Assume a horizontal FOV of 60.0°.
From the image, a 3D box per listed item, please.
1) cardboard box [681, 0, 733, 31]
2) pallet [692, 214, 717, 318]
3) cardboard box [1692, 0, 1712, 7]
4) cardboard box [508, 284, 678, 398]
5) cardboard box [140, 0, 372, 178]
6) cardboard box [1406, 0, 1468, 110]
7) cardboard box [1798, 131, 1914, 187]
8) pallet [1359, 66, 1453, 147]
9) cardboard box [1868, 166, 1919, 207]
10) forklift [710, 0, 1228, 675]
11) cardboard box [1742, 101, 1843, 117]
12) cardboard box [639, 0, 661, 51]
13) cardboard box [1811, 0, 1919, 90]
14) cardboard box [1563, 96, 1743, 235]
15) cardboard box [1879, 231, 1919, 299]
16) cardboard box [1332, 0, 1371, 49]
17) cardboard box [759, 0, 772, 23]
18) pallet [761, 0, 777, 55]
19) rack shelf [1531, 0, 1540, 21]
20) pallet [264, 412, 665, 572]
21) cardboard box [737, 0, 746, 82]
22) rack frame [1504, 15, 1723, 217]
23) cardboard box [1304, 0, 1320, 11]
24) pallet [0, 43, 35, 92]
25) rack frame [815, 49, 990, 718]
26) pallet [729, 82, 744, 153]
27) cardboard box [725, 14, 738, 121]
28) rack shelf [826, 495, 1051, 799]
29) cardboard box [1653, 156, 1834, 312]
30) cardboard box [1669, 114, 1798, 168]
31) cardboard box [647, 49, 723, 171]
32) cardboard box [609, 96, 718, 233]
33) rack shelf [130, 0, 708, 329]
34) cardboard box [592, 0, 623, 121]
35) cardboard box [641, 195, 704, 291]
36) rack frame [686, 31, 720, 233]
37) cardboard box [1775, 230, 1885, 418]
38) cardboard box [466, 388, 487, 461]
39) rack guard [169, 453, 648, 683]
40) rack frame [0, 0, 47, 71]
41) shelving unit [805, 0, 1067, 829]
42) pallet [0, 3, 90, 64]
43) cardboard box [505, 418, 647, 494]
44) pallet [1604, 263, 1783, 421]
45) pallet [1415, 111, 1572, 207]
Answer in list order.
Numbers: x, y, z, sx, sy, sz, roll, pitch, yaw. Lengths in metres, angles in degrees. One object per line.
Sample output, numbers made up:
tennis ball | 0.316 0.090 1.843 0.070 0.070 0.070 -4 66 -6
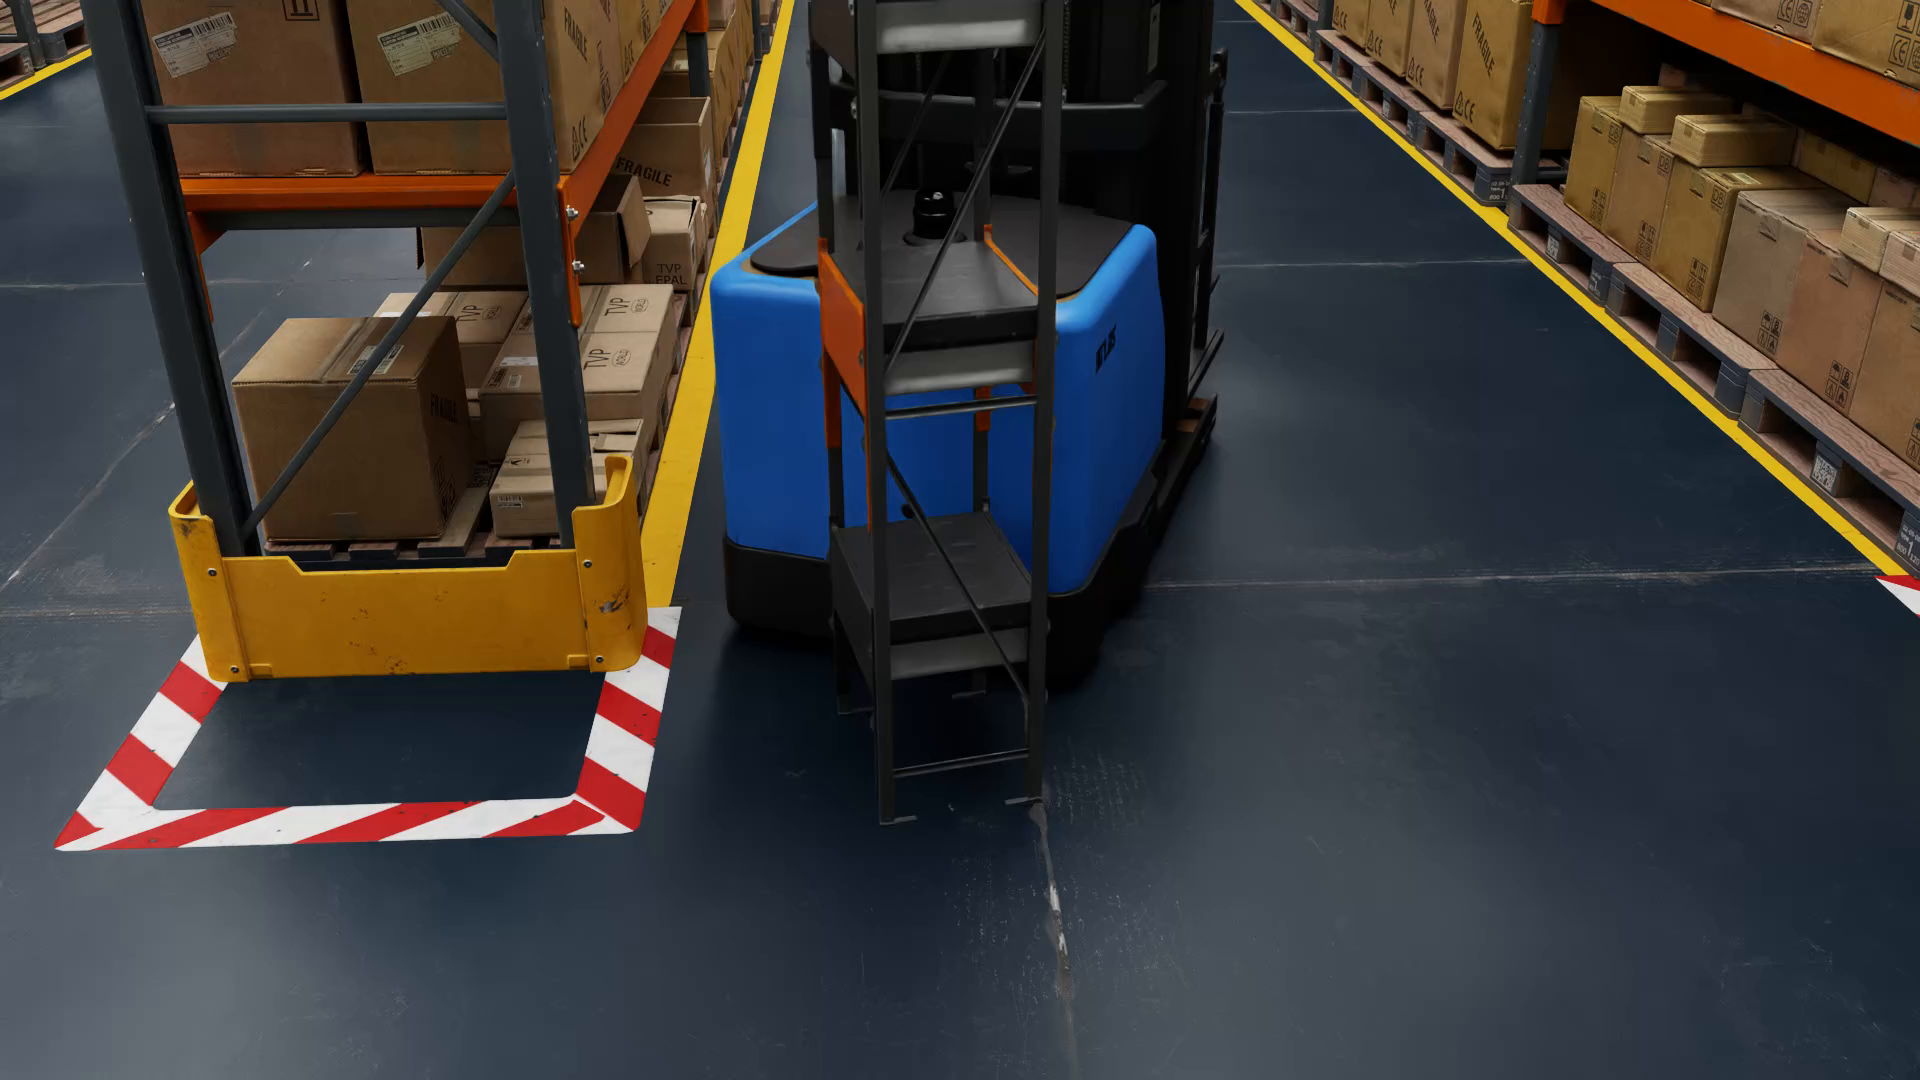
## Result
cardboard box | -1.520 -2.958 9.095 0.500 0.250 0.500 -1 28 -3
pallet | -1.651 -1.294 7.504 1.003 0.211 1.213 -1 28 -3
cardboard box | 3.306 -2.514 6.503 0.980 0.700 0.700 -2 28 -4
cardboard box | -1.274 -0.696 5.839 0.500 0.250 0.500 -1 28 -3
cardboard box | -1.772 -1.245 4.286 0.500 0.500 0.500 -1 28 -1
cardboard box | 3.048 -2.910 9.456 0.750 0.750 0.750 -1 28 -1
cardboard box | 3.459 -1.458 6.349 0.380 0.149 0.250 -2 28 -4
pallet | 3.079 -2.652 10.107 1.003 0.211 1.213 -1 28 -3
cardboard box | 3.486 -1.223 5.898 0.380 0.149 0.250 -1 28 -2
forklift | 0.280 -1.605 5.158 1.130 2.935 3.031 9 29 16
cardboard box | 3.433 -1.694 6.801 0.380 0.149 0.250 -2 28 -4
cardboard box | -1.316 -1.957 5.651 0.500 0.500 0.500 -1 28 -2
cardboard box | 3.384 -1.826 5.183 0.980 0.700 0.700 -2 28 -3
cardboard box | 3.198 -1.699 7.514 0.700 0.500 0.500 -1 28 -2
cardboard box | 3.145 -0.863 5.209 0.380 0.149 0.250 -2 28 -3
cardboard box | 2.960 -3.707 10.984 0.750 0.750 0.750 -2 28 -3
cardboard box | -1.628 -3.911 12.025 0.500 0.250 0.500 -1 28 -3
pallet | -1.898 -3.840 12.384 1.003 0.211 1.213 -1 28 -3
rack shelf | 3.157 -3.574 9.637 1.077 0.370 4.000 -1 28 -3
pallet | -1.523 -0.167 5.343 1.003 0.211 1.213 -1 28 -3
cardboard box | -1.584 -3.117 10.209 0.500 0.500 0.500 -2 28 -5
rack frame | 3.261 -2.969 7.700 1.000 3.000 0.127 -1 28 -3
cardboard box | 2.963 -4.235 12.353 0.700 0.500 0.500 -1 28 -2
pallet | -6.758 -2.978 10.731 1.003 0.211 1.213 -1 28 -3
rack frame | -0.126 -0.493 3.924 0.400 2.100 0.015 -7 28 -14
pallet | -1.832 -2.551 9.913 1.003 0.211 1.213 -1 28 -3
cardboard box | -1.525 -2.641 9.297 0.500 0.500 0.500 -1 28 -2
rack shelf | -0.062 0.249 4.045 0.431 0.518 0.480 -7 28 -14
cardboard box | 3.245 -1.230 6.614 0.700 0.500 0.500 -1 28 -1
cardboard box | 3.061 -1.583 6.590 0.380 0.149 0.250 -2 28 -4
cardboard box | -1.467 -2.164 8.383 0.500 0.500 0.500 -3 28 -5
cardboard box | -1.372 -1.678 7.452 0.500 0.500 0.500 -1 28 -3
rack shelf | -1.581 -1.605 5.862 1.077 0.370 4.000 -1 28 -3
cardboard box | -1.269 -1.494 4.764 0.500 0.500 0.500 -2 28 -3
cardboard box | -1.333 -1.248 6.831 0.500 0.311 0.500 -1 28 -3
rack frame | -1.685 -2.848 7.467 1.000 3.000 0.127 -1 28 -3
cardboard box | 3.308 -0.752 5.697 0.700 0.500 0.500 -1 28 -3
cardboard box | -1.682 -0.374 5.311 0.380 0.166 0.250 -1 28 -3
rack guard | -1.480 0.072 4.570 1.175 0.500 0.348 -1 28 -3
rack frame | -6.841 -4.577 10.783 1.000 3.000 0.127 -1 28 -3
shelving unit | -0.062 -0.384 3.715 0.431 2.100 0.503 -7 28 -14
pallet | -6.843 -3.700 12.115 1.003 0.211 1.213 -1 28 -3
cardboard box | -1.168 -0.257 5.087 0.380 0.166 0.250 -1 28 -3
pallet | 3.290 -0.815 6.585 1.003 0.211 1.213 -1 28 -3
pallet | 3.146 -2.087 9.024 1.003 0.211 1.213 -1 28 -3
